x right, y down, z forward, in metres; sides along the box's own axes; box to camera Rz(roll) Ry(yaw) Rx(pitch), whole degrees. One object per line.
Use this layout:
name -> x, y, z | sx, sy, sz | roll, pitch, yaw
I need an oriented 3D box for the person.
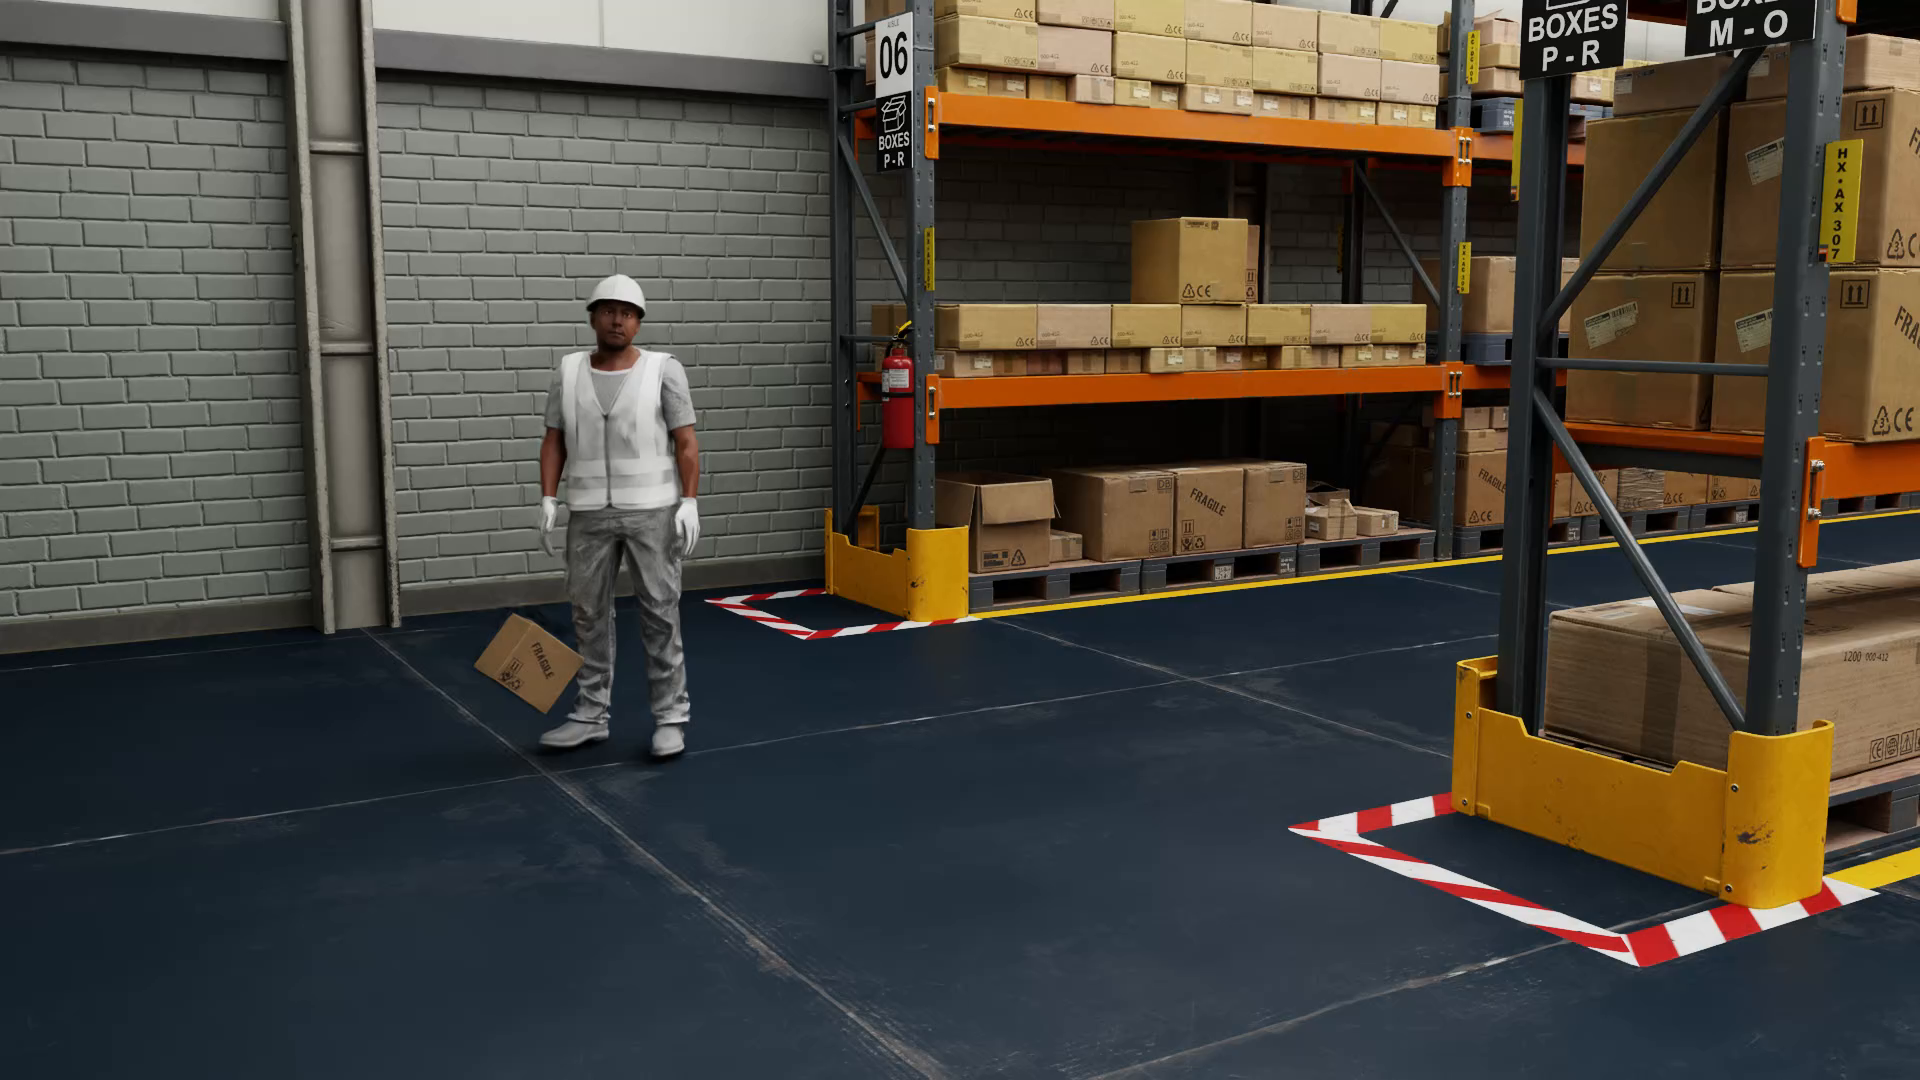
person -> -1.286, -0.094, 6.246 | 0.628, 1.792, 0.405 | 1, 8, 4
